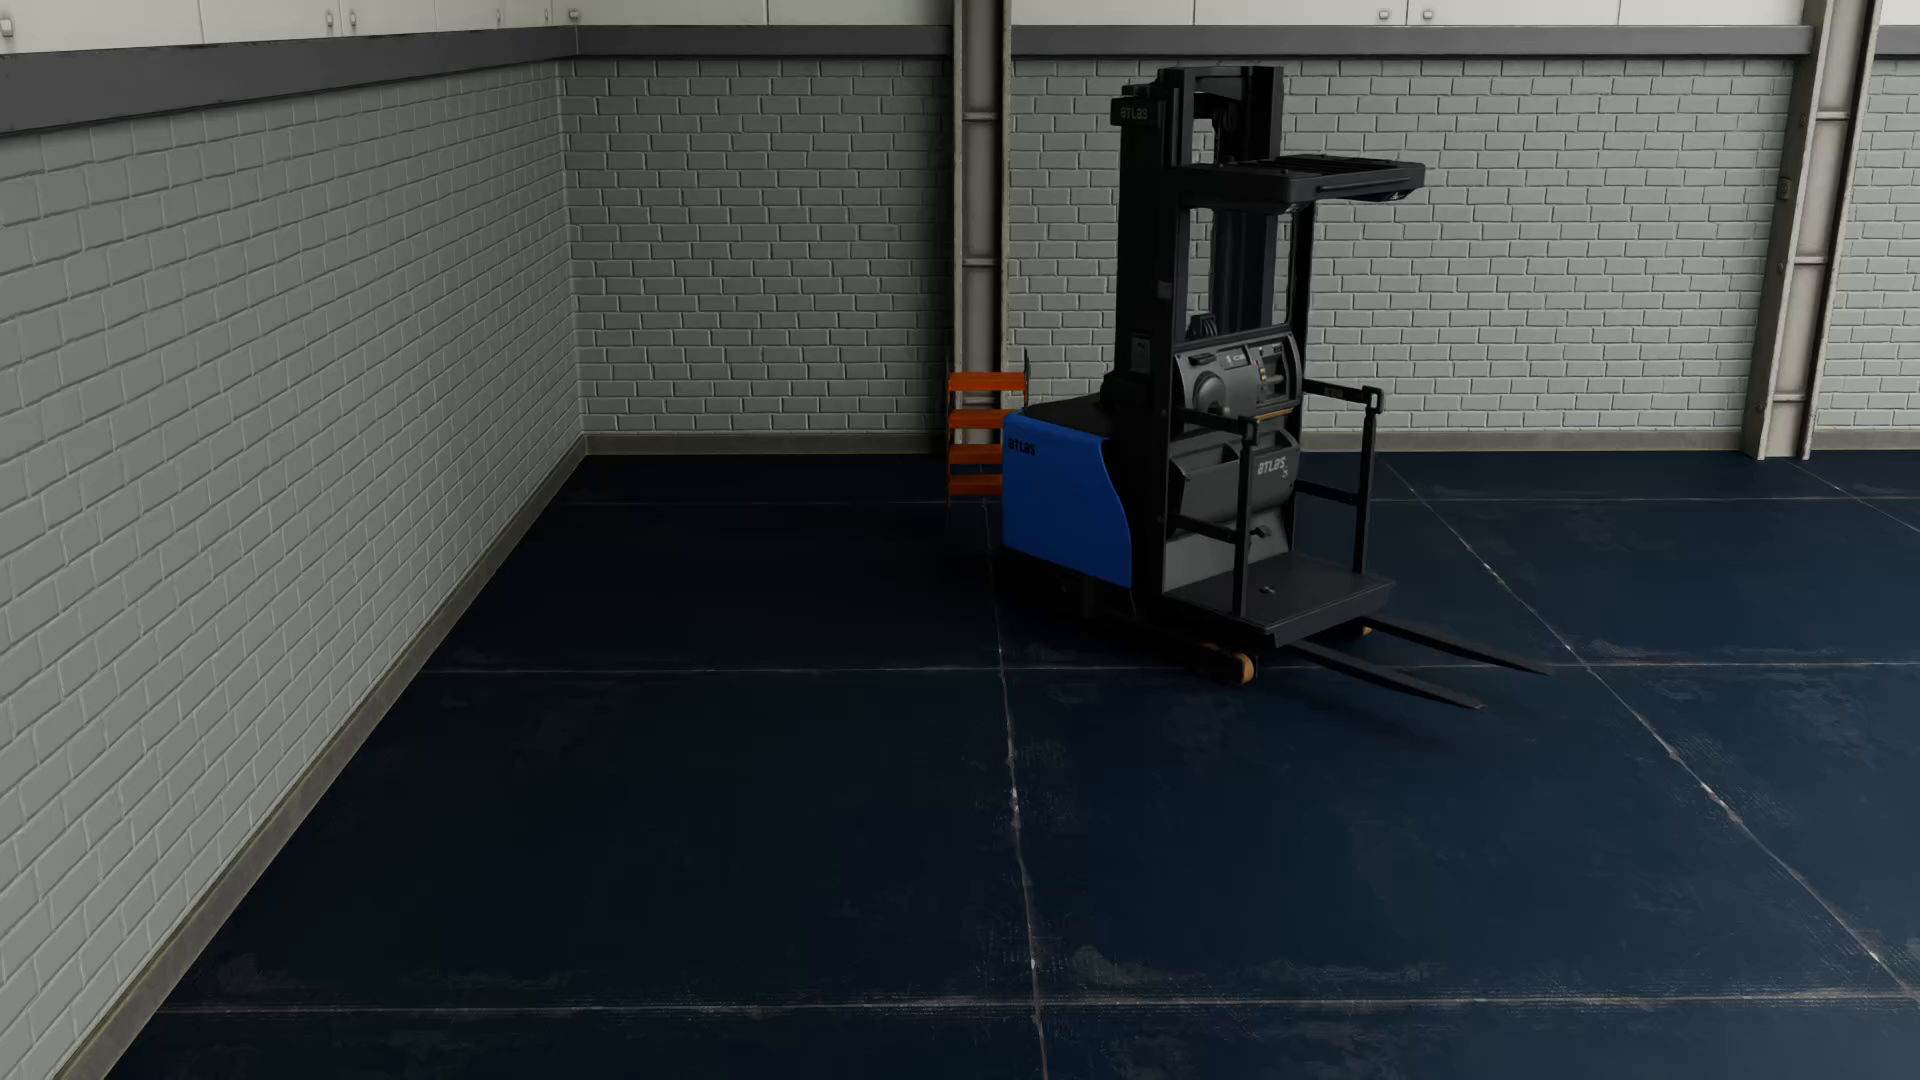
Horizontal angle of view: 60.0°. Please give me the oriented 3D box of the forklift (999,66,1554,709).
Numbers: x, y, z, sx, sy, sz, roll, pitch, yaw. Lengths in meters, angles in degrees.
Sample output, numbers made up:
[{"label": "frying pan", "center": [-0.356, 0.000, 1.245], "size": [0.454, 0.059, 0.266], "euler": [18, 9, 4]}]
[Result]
[{"label": "forklift", "center": [1.571, -0.843, 8.376], "size": [1.130, 2.935, 3.031], "euler": [-15, 23, -39]}]

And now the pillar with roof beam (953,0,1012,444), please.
[{"label": "pillar with roof beam", "center": [0.218, -3.590, 7.007], "size": [0.400, 9.000, 9.100], "euler": [0, 18, -1]}]

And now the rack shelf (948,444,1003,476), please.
[{"label": "rack shelf", "center": [0.166, -0.508, 10.387], "size": [0.480, 0.148, 0.258], "euler": [0, 18, -1]}]

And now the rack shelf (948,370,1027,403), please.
[{"label": "rack shelf", "center": [0.166, -0.946, 10.247], "size": [0.480, 0.148, 0.258], "euler": [0, 18, -1]}]

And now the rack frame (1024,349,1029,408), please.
[{"label": "rack frame", "center": [0.409, -0.573, 10.370], "size": [0.015, 1.200, 0.240], "euler": [0, 18, -1]}]

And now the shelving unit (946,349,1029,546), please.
[{"label": "shelving unit", "center": [0.166, -0.572, 10.367], "size": [0.503, 1.200, 0.258], "euler": [0, 18, -1]}]

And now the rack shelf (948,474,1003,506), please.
[{"label": "rack shelf", "center": [0.166, -0.319, 10.448], "size": [0.480, 0.148, 0.258], "euler": [0, 18, -1]}]

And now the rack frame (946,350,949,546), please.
[{"label": "rack frame", "center": [-0.078, -0.571, 10.363], "size": [0.015, 1.200, 0.240], "euler": [0, 18, -1]}]

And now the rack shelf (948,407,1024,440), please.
[{"label": "rack shelf", "center": [0.166, -0.721, 10.319], "size": [0.480, 0.148, 0.258], "euler": [0, 18, -1]}]

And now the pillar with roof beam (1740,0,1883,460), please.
[{"label": "pillar with roof beam", "center": [6.217, -3.619, 7.097], "size": [0.400, 9.000, 9.100], "euler": [0, 18, -1]}]
